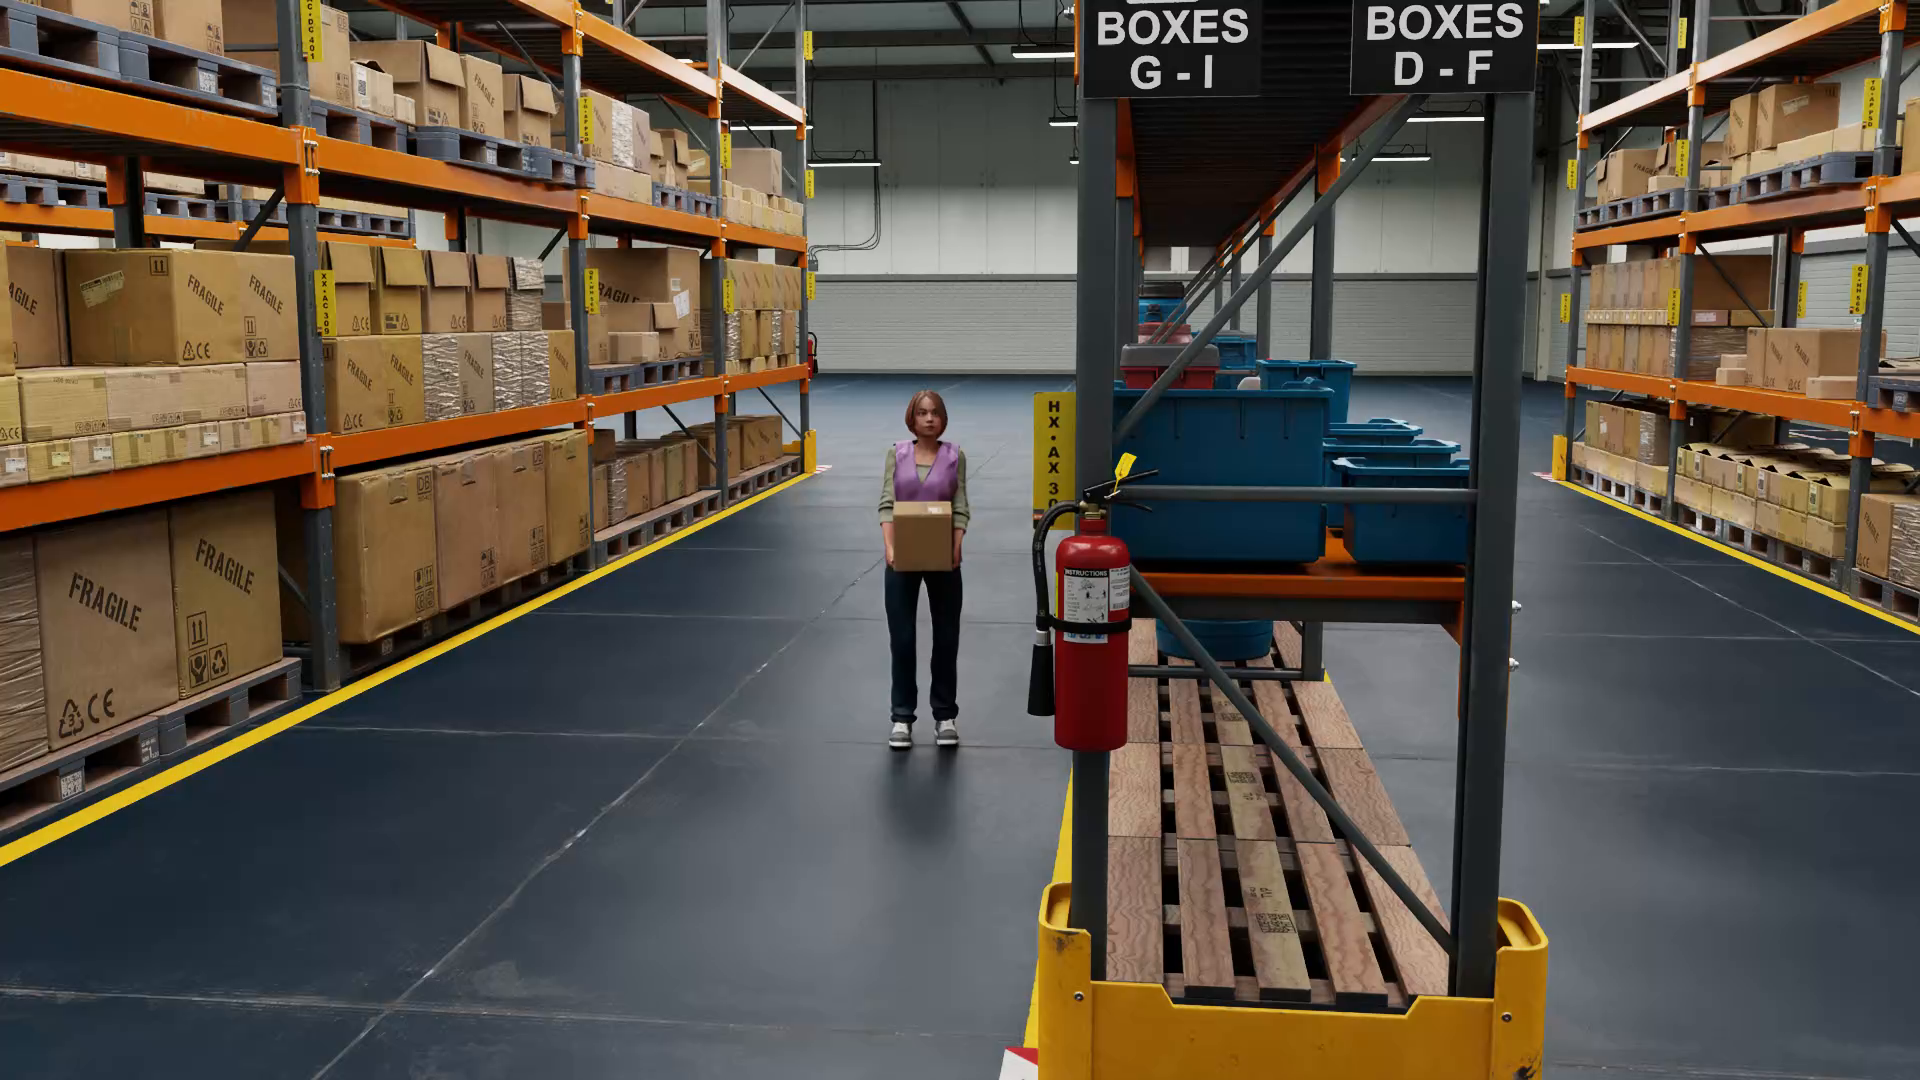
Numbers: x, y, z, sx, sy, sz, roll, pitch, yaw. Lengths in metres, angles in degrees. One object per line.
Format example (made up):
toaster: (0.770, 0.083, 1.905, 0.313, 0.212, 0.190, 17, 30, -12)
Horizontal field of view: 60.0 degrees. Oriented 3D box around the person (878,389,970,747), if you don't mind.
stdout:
person: (-0.158, 0.133, 7.388, 0.408, 1.589, 0.498, 0, 8, -1)
